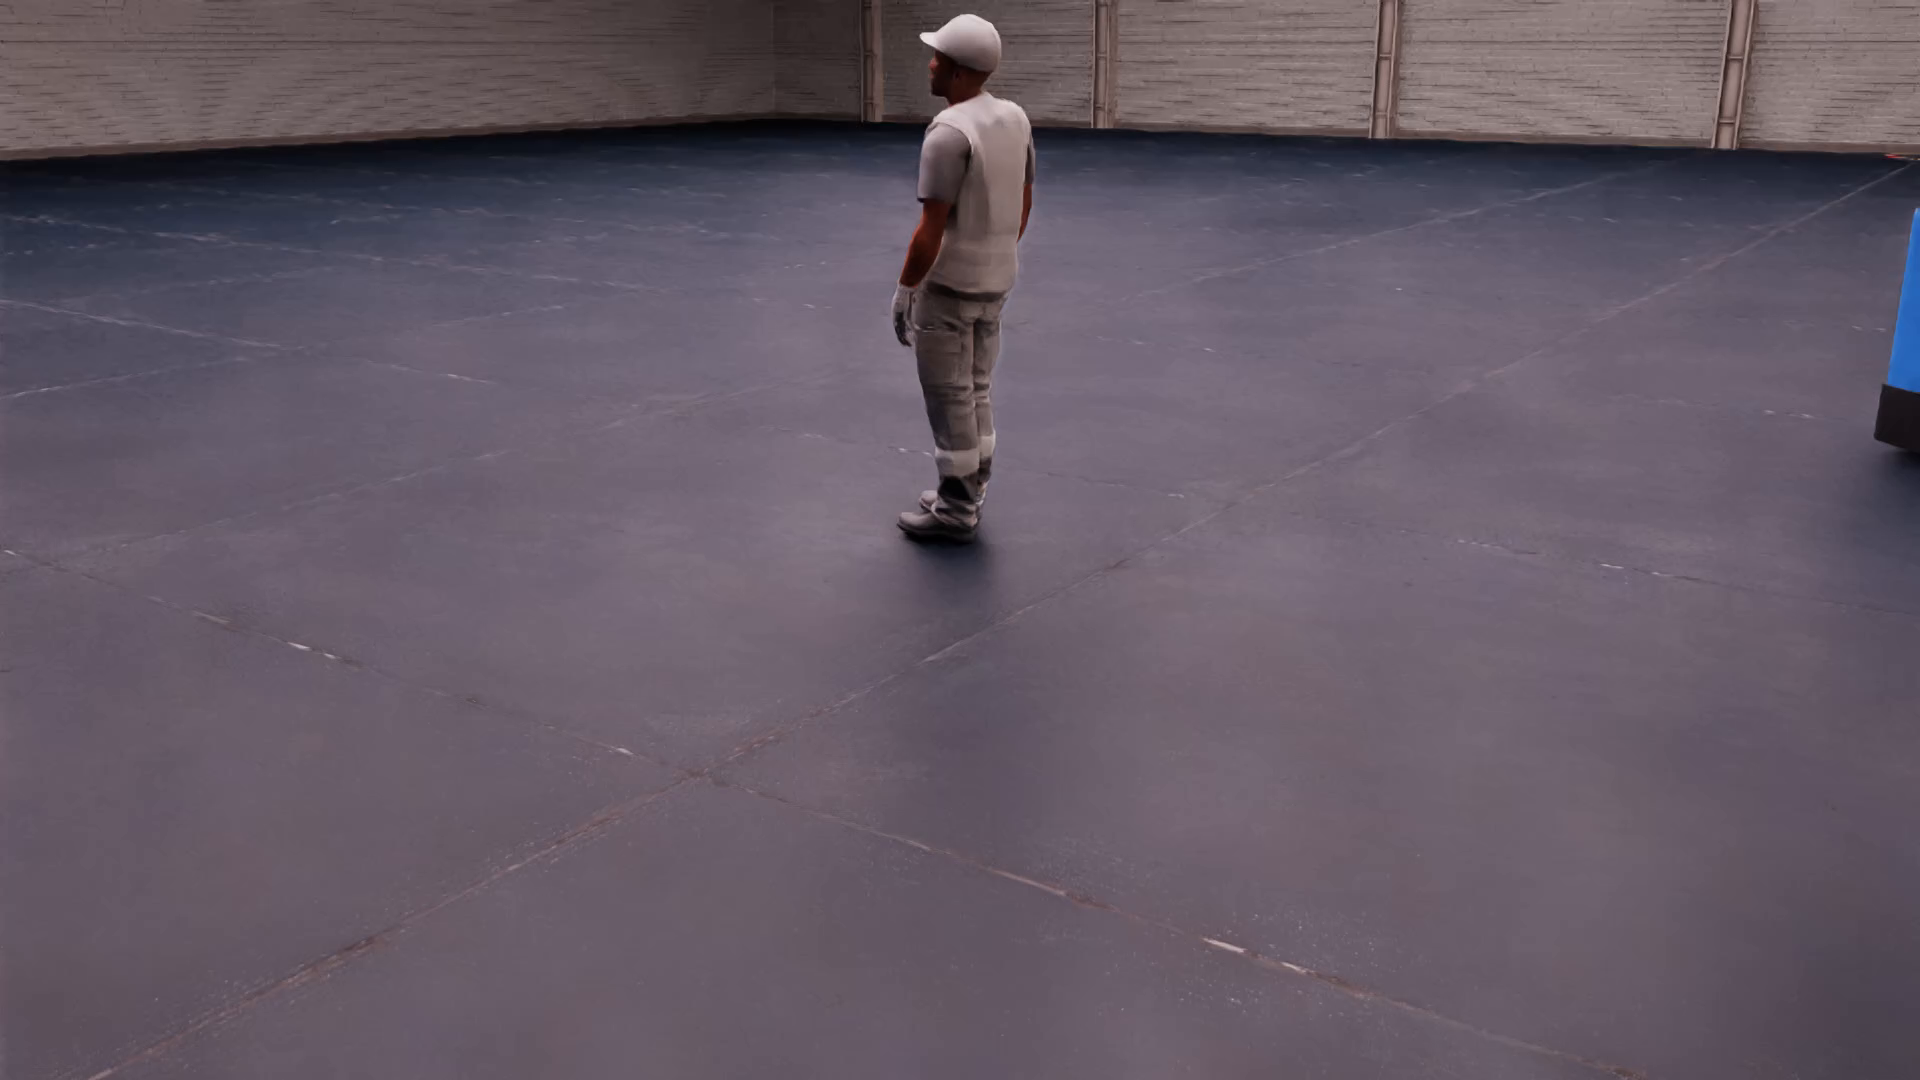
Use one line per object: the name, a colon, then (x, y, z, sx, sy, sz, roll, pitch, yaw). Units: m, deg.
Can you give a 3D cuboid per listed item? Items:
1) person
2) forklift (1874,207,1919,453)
person: (-0.060, -0.880, 5.742, 0.563, 1.787, 0.637, 11, 20, 33)
forklift: (5.502, -1.724, 6.598, 3.031, 2.935, 1.130, -3, 17, -11)
